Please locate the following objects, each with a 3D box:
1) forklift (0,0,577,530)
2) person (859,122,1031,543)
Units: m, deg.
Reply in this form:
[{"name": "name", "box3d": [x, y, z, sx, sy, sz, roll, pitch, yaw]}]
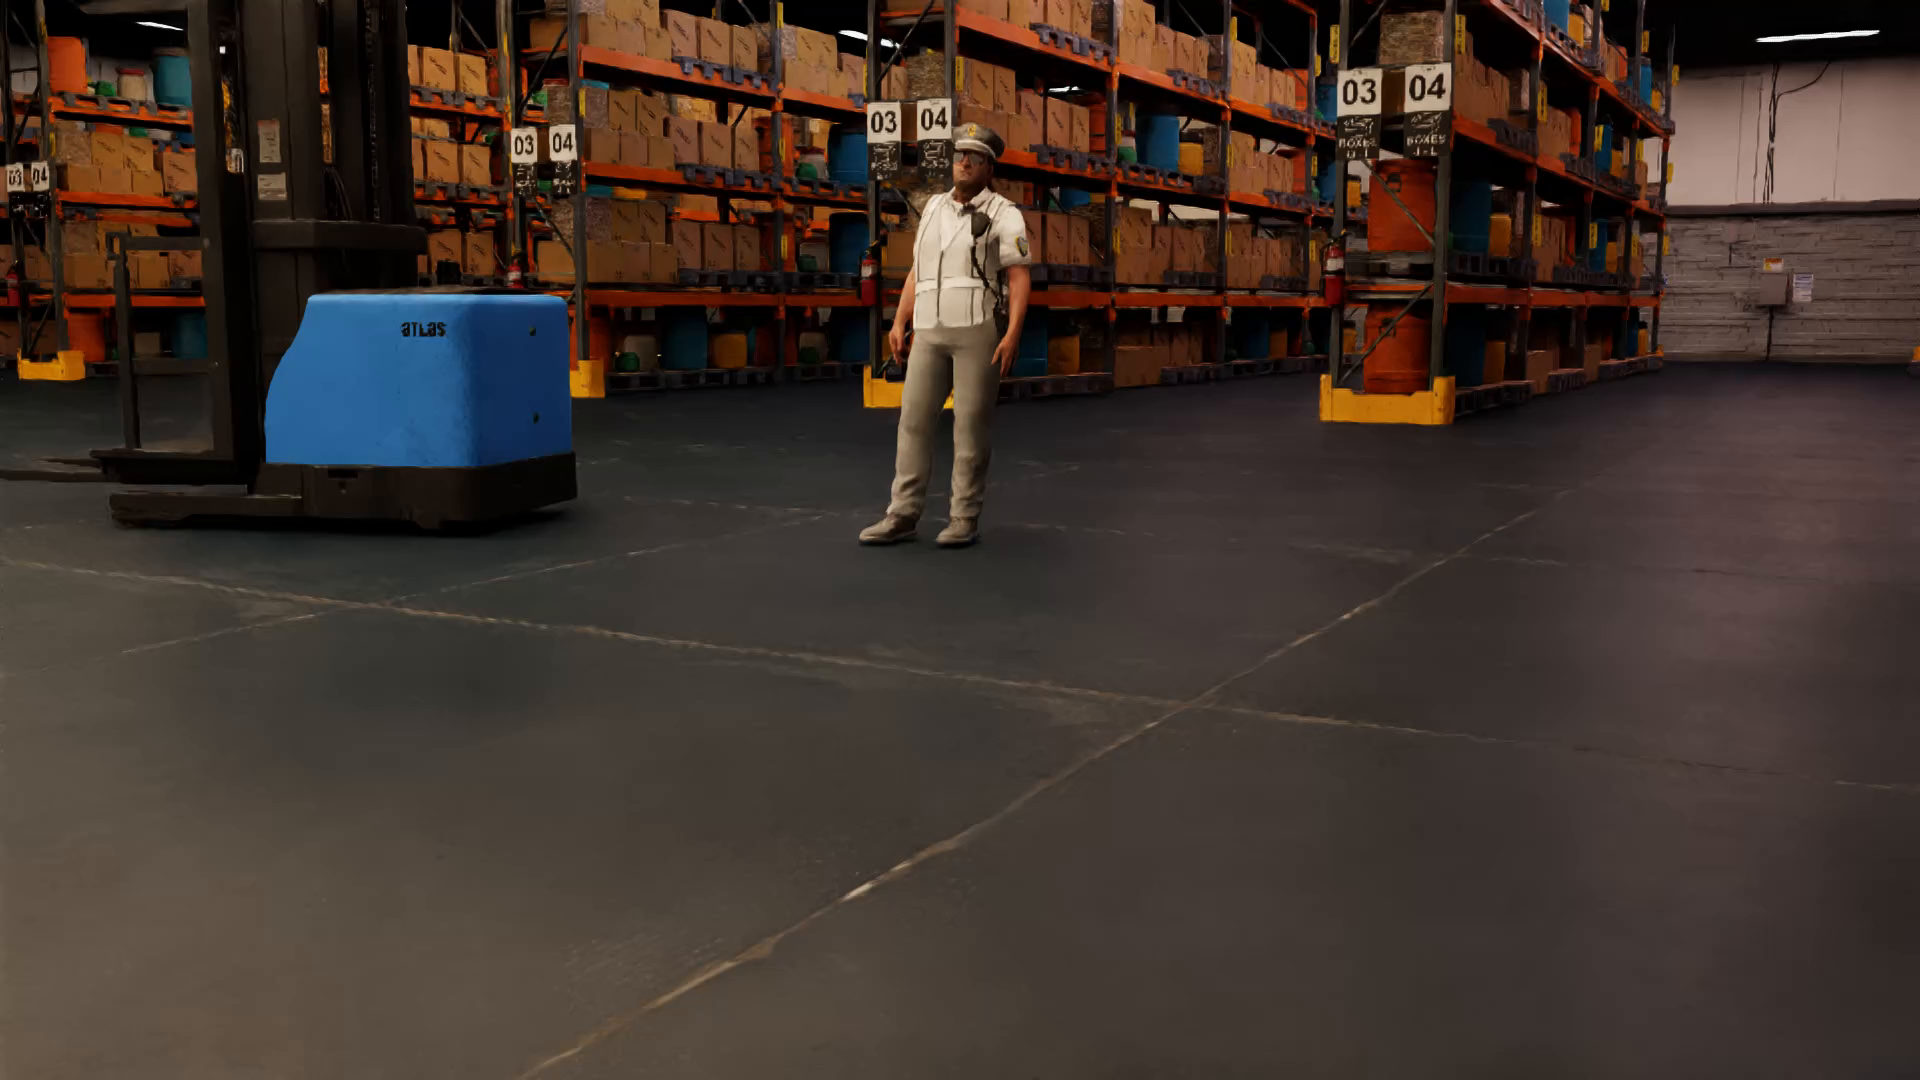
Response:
[{"name": "forklift", "box3d": [-3.485, -1.577, 8.023, 3.031, 2.935, 1.130, 2, 8, 13]}, {"name": "person", "box3d": [-0.048, -0.882, 7.129, 0.640, 1.781, 0.574, 4, 9, 29]}]
